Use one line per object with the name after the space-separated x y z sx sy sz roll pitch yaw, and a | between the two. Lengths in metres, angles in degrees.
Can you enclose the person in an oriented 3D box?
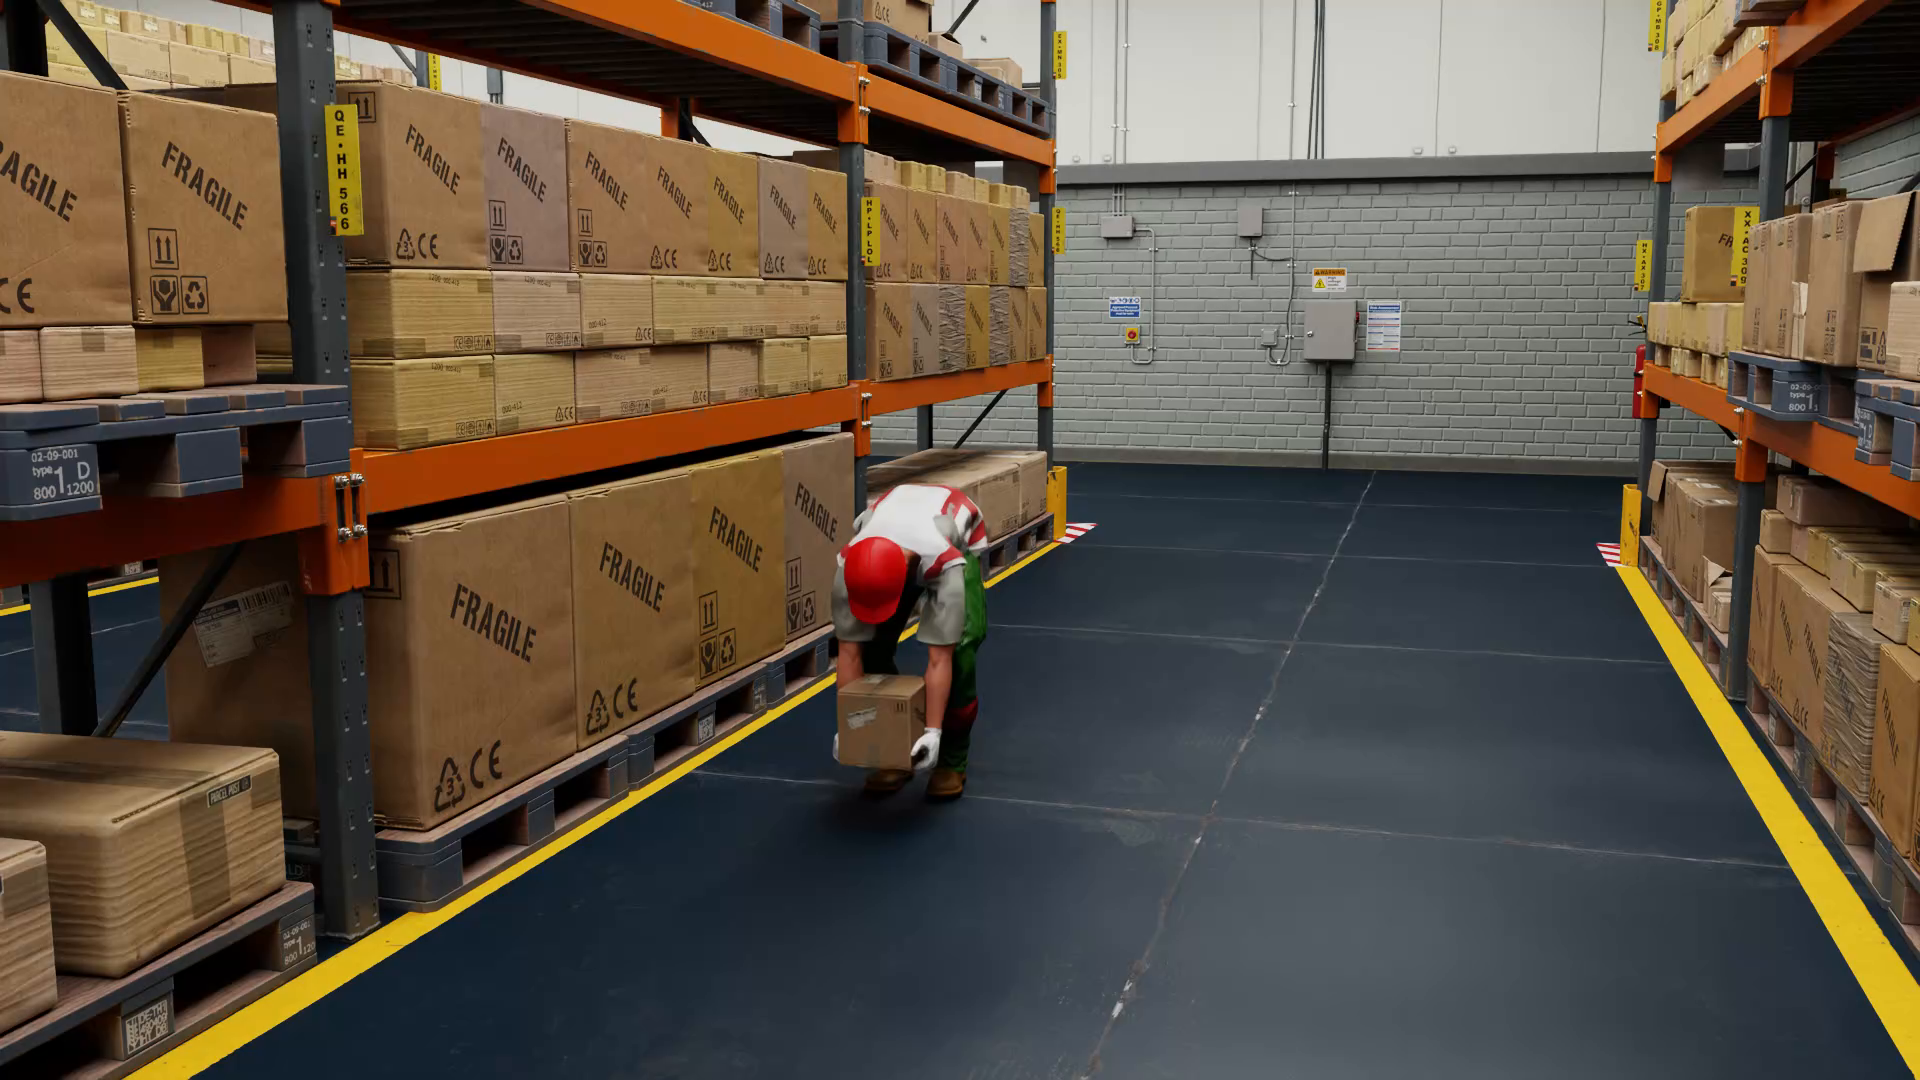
-0.108 -0.014 5.840 0.541 1.789 0.425 2 9 16 | person
